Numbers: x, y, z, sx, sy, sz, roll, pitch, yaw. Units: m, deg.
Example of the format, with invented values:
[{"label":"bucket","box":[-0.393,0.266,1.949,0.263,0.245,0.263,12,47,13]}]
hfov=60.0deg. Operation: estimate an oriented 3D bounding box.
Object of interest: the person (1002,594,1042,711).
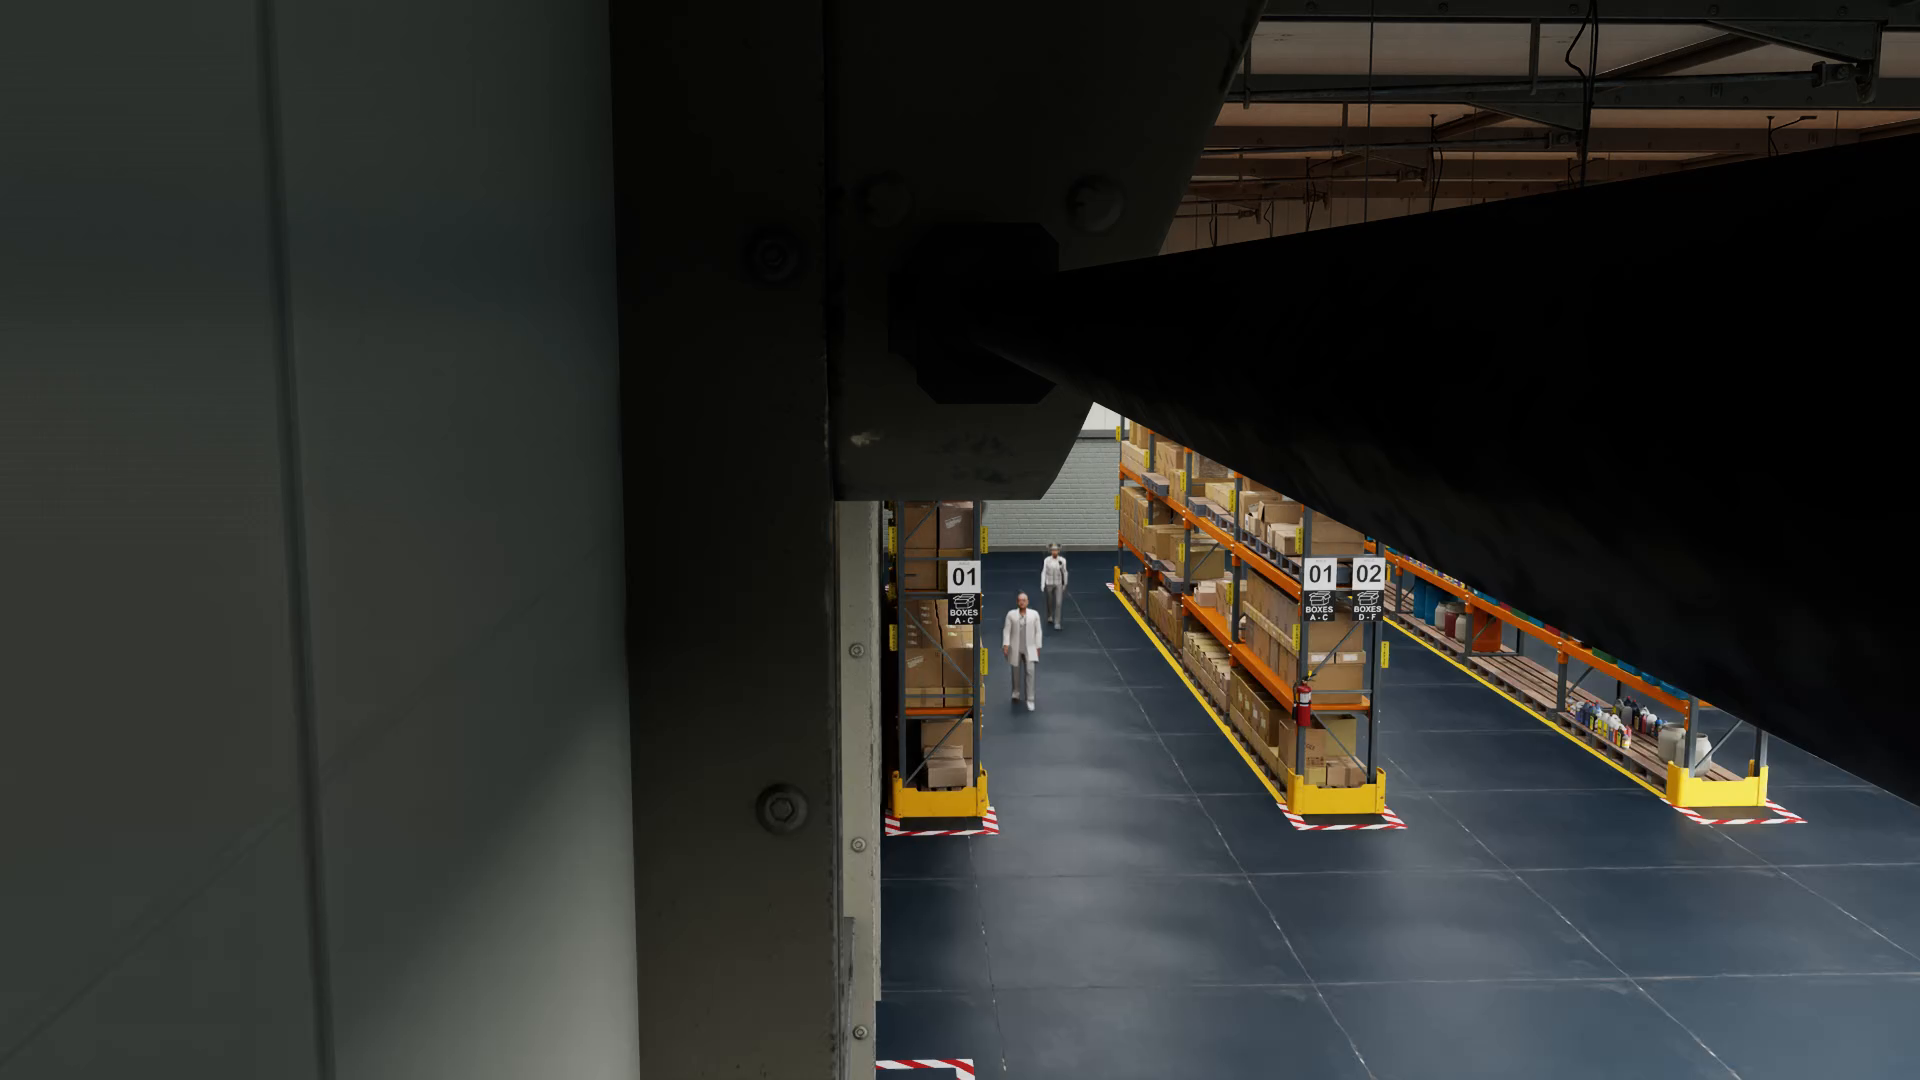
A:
[{"label":"person","box":[0.970,1.711,26.006,0.641,1.734,1.067,0,8,-2]}]

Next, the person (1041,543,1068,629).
[{"label":"person","box":[1.839,0.863,32.345,0.523,1.644,0.948,0,8,3]}]
